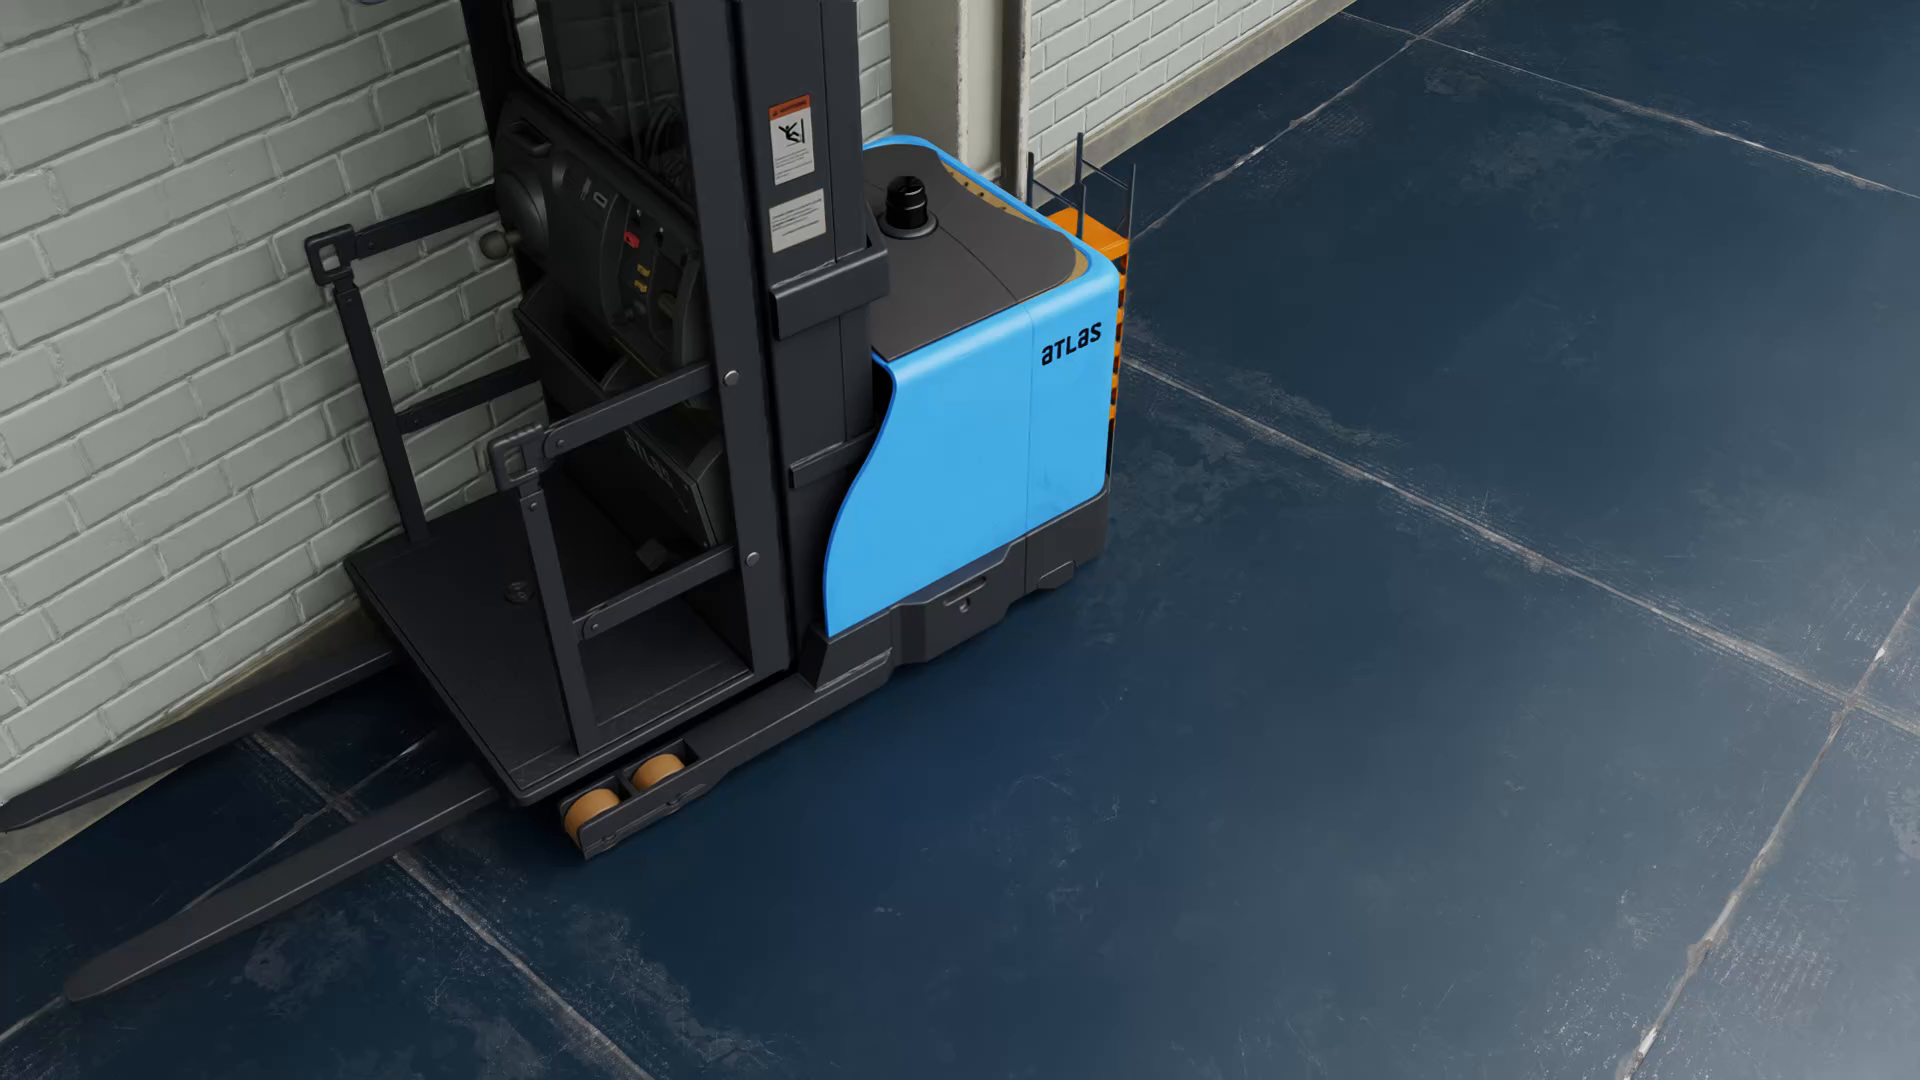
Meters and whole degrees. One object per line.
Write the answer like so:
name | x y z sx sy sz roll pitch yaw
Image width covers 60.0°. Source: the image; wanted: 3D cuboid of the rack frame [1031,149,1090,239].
rack frame | 0.280 -0.590 5.007 0.006 1.200 0.240 -28 49 -27

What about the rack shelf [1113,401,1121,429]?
rack shelf | 0.352 -0.418 5.240 0.180 0.103 0.258 -28 49 -27

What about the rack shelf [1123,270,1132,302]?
rack shelf | 0.352 -0.773 4.917 0.180 0.103 0.258 -28 49 -27

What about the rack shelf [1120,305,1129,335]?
rack shelf | 0.352 -0.684 4.998 0.180 0.103 0.258 -28 49 -27

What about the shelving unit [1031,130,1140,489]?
shelving unit | 0.352 -0.628 5.049 0.189 1.200 0.258 -28 49 -27

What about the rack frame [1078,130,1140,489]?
rack frame | 0.425 -0.666 5.090 0.006 1.200 0.240 -28 49 -27

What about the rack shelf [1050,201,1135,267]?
rack shelf | 0.352 -0.862 4.837 0.180 0.103 0.258 -28 49 -27

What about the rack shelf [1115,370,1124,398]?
rack shelf | 0.352 -0.506 5.159 0.180 0.103 0.258 -28 49 -27

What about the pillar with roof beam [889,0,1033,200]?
pillar with roof beam | 3.299 -2.438 1.242 9.100 9.000 0.400 29 50 28

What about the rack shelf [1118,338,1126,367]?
rack shelf | 0.352 -0.595 5.079 0.180 0.103 0.258 -28 49 -27

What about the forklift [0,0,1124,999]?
forklift | -1.013 -0.680 3.820 3.031 2.935 1.130 -28 49 -27
